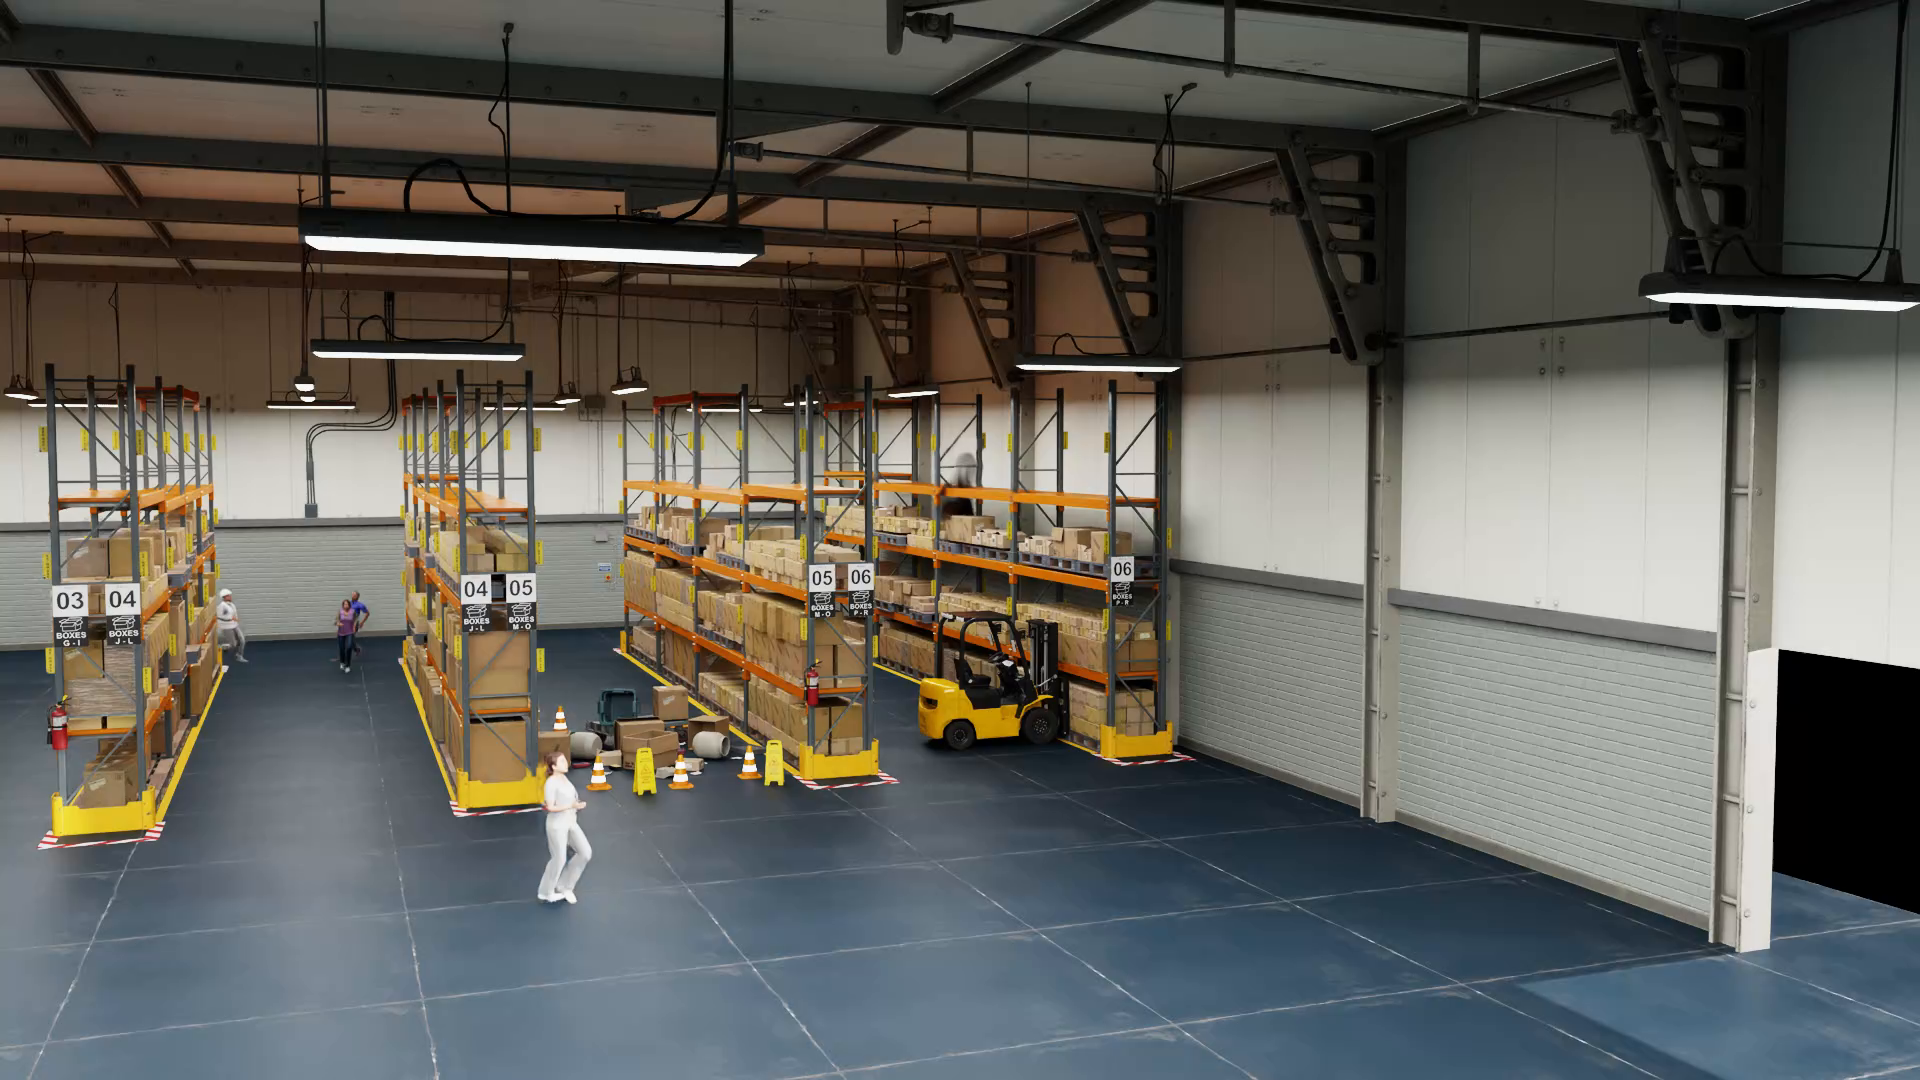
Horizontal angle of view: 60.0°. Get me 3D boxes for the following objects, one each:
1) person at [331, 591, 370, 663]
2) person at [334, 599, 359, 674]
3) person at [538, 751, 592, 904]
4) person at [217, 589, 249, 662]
[{"bbox_3d":[-13.860,1.971,37.857,0.641,1.595,0.886,2,4,34],"label":"person"},{"bbox_3d":[-13.382,2.097,36.269,0.485,1.641,0.774,-1,3,-15],"label":"person"},{"bbox_3d":[-4.281,3.121,17.997,0.642,1.678,0.546,1,4,19],"label":"person"},{"bbox_3d":[-16.619,1.964,37.727,0.725,1.719,0.687,0,3,-2],"label":"person"}]
